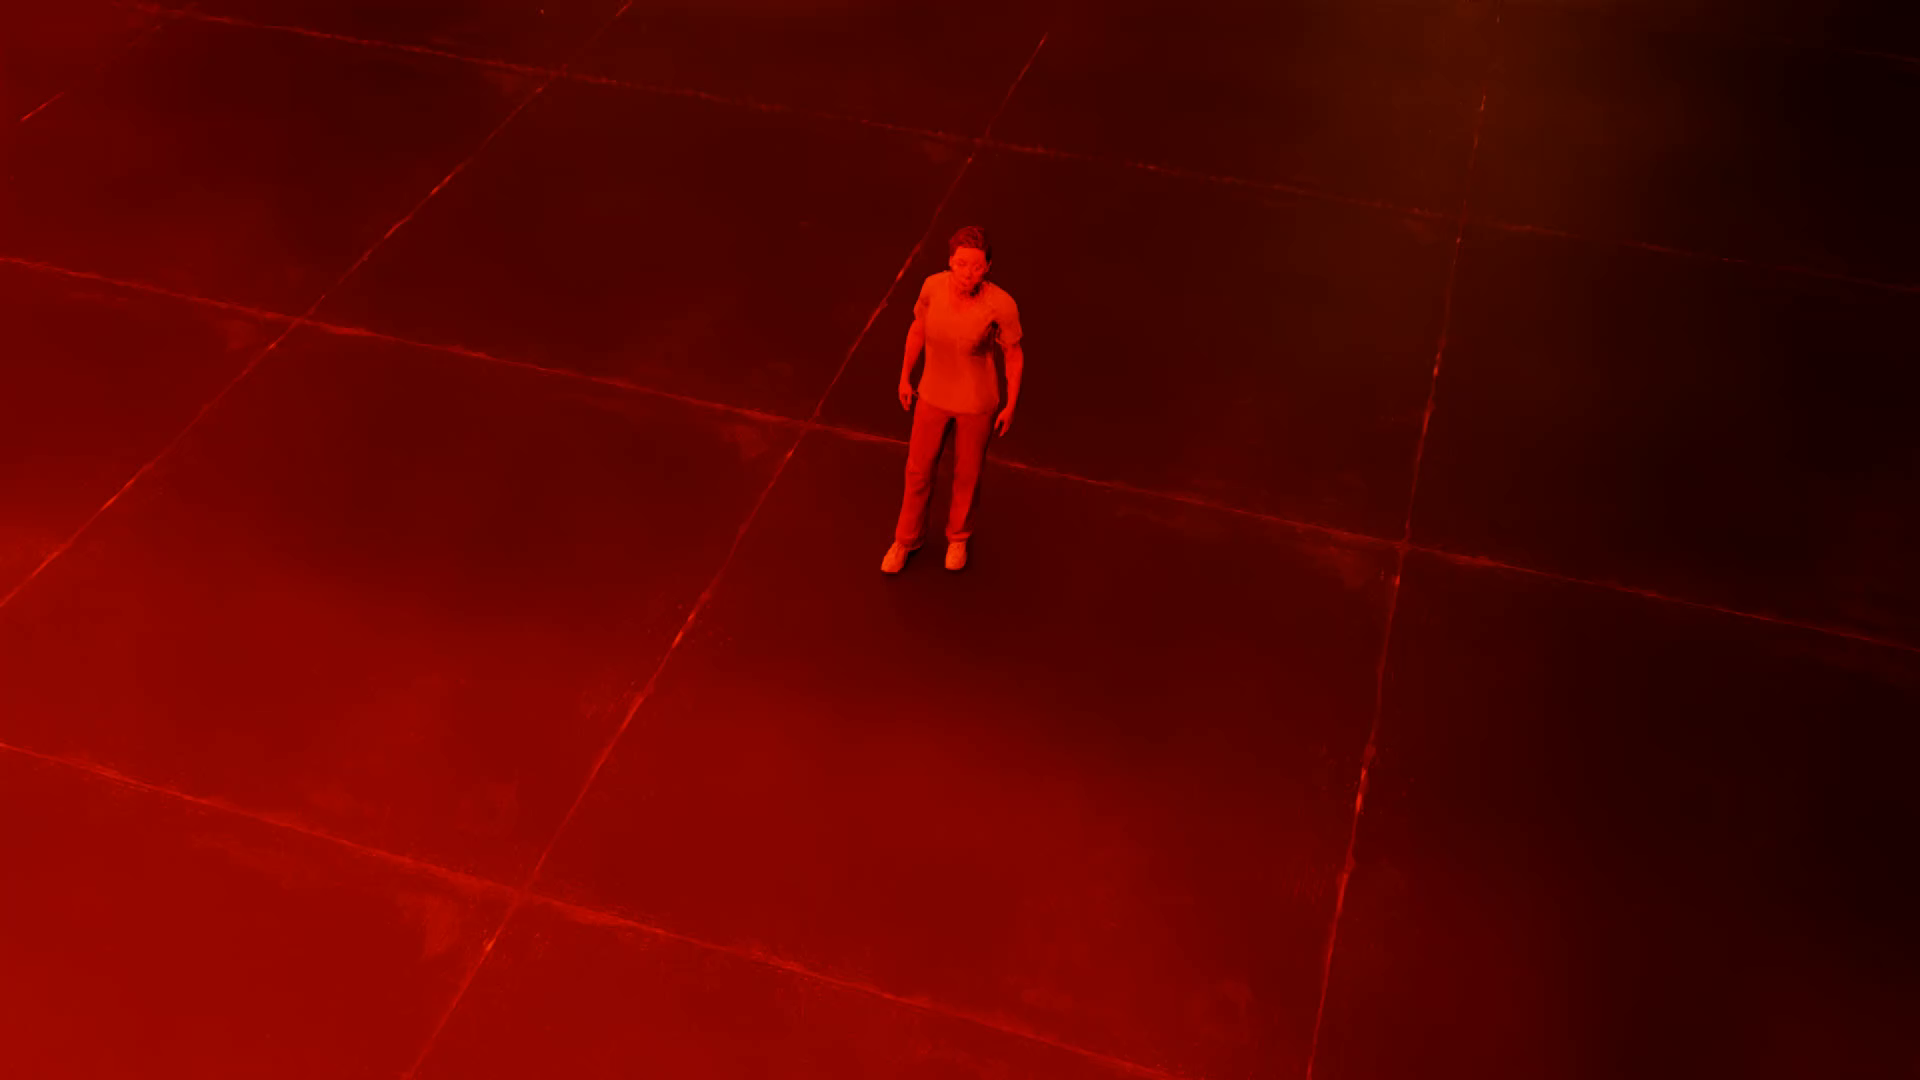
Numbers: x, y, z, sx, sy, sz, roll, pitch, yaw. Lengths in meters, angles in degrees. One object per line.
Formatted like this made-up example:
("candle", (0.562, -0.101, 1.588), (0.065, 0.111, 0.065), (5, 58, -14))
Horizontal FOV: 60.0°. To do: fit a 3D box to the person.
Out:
("person", (-0.033, -0.573, 7.216), (0.554, 1.674, 0.548), (12, 44, 13))
